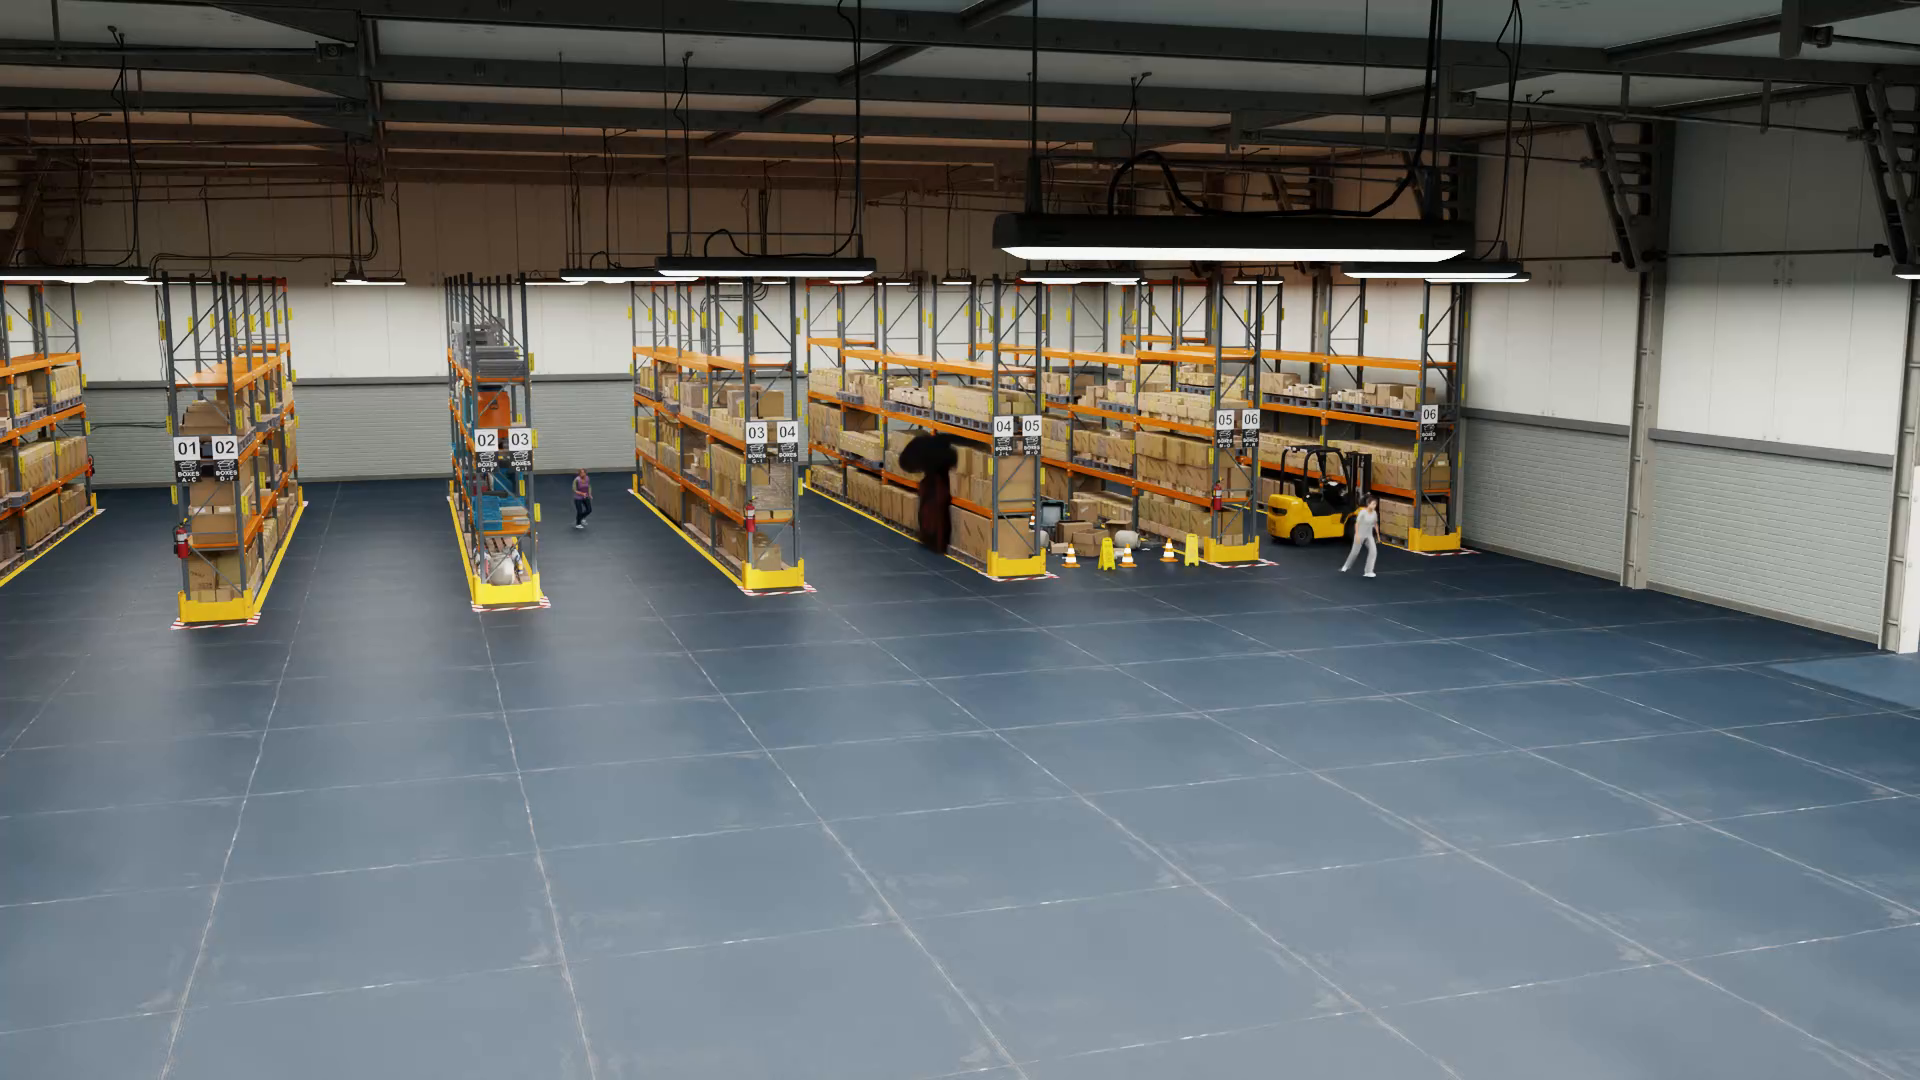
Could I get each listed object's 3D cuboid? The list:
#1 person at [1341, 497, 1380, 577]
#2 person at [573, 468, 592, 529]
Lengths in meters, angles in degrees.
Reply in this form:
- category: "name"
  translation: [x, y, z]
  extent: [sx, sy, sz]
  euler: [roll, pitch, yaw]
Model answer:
- category: "person"
  translation: [8.097, -0.089, 33.411]
  extent: [0.613, 1.601, 0.839]
  euler: [-4, 9, -23]
- category: "person"
  translation: [-9.028, -0.993, 39.751]
  extent: [0.525, 1.491, 0.699]
  euler: [-6, 11, -35]
